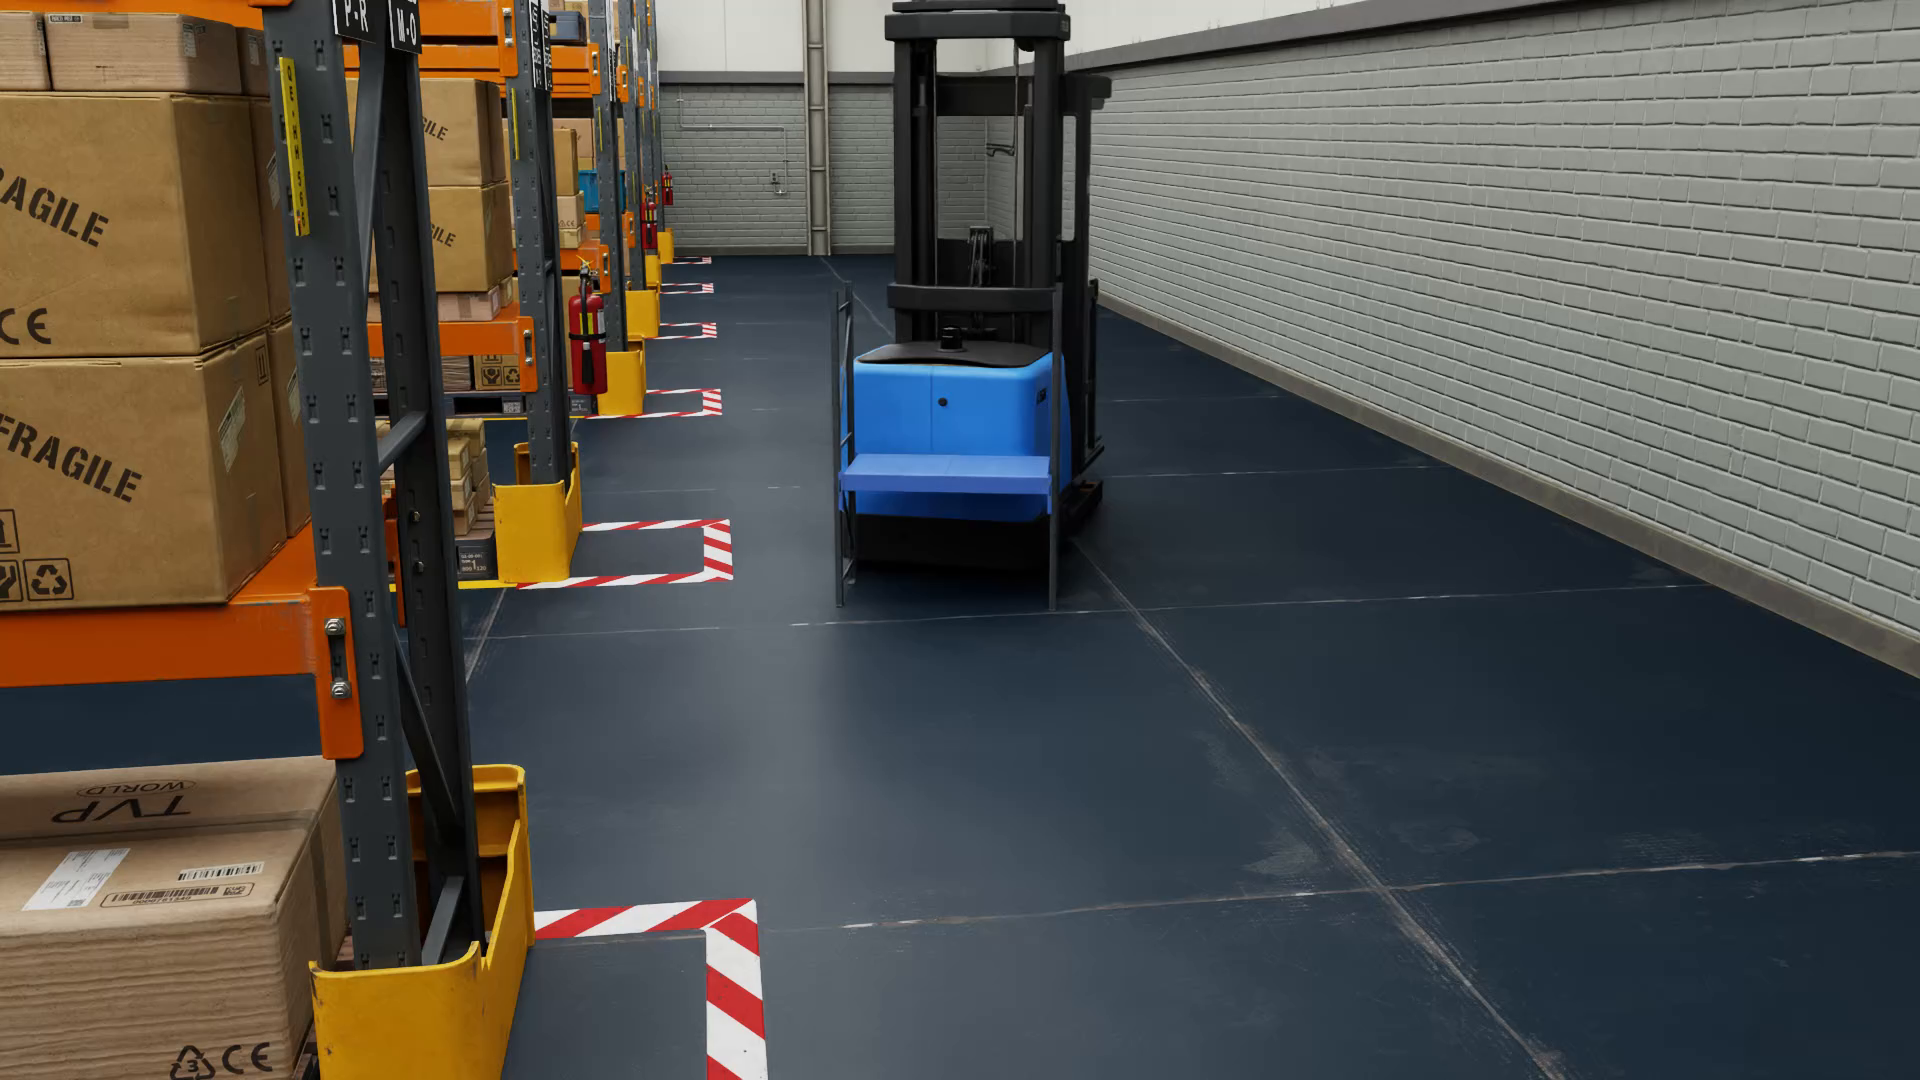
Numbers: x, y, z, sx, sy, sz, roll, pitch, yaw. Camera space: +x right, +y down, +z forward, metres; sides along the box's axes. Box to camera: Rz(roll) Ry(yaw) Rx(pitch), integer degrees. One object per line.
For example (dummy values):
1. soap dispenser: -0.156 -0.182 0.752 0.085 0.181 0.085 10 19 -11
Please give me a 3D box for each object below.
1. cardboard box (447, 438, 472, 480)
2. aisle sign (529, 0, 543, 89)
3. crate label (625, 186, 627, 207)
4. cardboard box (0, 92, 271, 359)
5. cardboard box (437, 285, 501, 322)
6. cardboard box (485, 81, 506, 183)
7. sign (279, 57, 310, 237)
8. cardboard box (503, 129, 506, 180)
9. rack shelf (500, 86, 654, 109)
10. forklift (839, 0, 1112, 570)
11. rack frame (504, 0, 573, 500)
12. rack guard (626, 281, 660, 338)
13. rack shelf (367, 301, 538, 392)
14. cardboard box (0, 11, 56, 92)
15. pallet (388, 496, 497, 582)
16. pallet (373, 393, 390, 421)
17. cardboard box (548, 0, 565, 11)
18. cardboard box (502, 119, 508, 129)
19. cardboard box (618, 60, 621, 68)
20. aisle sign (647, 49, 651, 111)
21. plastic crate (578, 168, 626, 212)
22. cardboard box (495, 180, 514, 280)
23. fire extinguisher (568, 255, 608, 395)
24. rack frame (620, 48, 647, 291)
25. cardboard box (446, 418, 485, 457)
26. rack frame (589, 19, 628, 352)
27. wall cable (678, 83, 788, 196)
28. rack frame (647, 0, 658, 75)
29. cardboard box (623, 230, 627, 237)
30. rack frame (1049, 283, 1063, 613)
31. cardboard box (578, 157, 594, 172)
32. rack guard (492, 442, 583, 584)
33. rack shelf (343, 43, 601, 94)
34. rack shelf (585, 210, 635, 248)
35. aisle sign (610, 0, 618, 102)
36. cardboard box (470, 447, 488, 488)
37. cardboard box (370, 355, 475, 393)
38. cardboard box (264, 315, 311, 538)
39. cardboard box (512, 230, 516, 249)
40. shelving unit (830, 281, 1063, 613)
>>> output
1. cardboard box: -2.647 -0.412 8.473 0.250 0.149 0.380 -2 14 -8
2. aisle sign: -2.044 -2.574 7.976 0.004 0.787 0.394 -2 14 -8
3. crate label: -3.831 -3.789 18.385 0.303 0.233 0.416 -2 14 -8
4. cardboard box: -1.765 -0.655 3.405 0.500 0.500 0.500 -2 14 -6
5. cardboard box: -2.442 -1.181 8.282 0.250 0.149 0.380 -2 14 -8
6. cardboard box: -2.645 -2.108 8.589 0.500 0.500 0.500 -2 14 -9
7. sign: -1.257 -0.741 3.144 0.005 0.325 0.100 -2 14 -8
8. cardboard box: -3.810 -3.044 13.350 0.500 0.500 0.500 -2 14 -10
9. rack shelf: -6.992 -7.188 27.028 4.000 0.370 1.077 -2 14 -8
10. forklift: 0.238 -1.585 9.517 1.130 2.935 3.031 4 15 14
11. rack frame: -2.161 -1.383 8.570 0.127 3.000 1.000 -2 14 -8
12. rack guard: -3.516 -2.563 18.412 0.348 0.500 1.175 -2 14 -8
13. rack shelf: -4.139 -0.961 8.368 4.000 0.370 1.077 -2 14 -8
14. cardboard box: -1.896 -0.968 3.320 0.250 0.149 0.380 -2 14 -7
15. pallet: -3.045 -0.007 8.814 1.213 0.211 1.003 -2 14 -8
16. pallet: -4.783 -1.136 13.317 1.213 0.211 1.003 -2 14 -8
17. cardboard box: -3.306 -4.303 12.775 0.500 0.500 0.700 -3 14 -12
18. cardboard box: -6.191 -5.357 22.154 0.500 0.500 0.500 -2 14 -7
19. cardboard box: -4.741 -6.263 22.170 0.500 0.250 0.500 -2 14 -8
20. aisle sign: -4.159 -6.152 22.243 0.004 0.787 0.394 -2 14 -8
21. plastic crate: -3.841 -3.760 17.853 0.499 0.435 0.616 -2 14 -8
22. cardboard box: -2.646 -1.626 8.721 0.500 0.500 0.500 -1 14 -6
23. fire extinguisher: -1.843 -1.063 8.218 0.183 0.674 0.296 -2 14 -8
24. rack frame: -3.538 -3.771 18.092 0.127 3.000 1.000 -2 14 -8
25. cardboard box: -2.730 -0.555 9.043 0.250 0.149 0.380 -3 14 -11
26. rack frame: -2.800 -2.580 13.341 0.127 3.000 1.000 -2 14 -8
27. wall cable: -3.889 -6.921 28.563 1.851 1.984 0.084 -2 14 -8
28. rack frame: -5.014 -9.064 26.864 0.127 3.000 1.000 -2 14 -8
29. cardboard box: -5.691 -5.096 27.650 0.500 0.500 0.700 -2 14 -8
30. rack frame: 0.456 -0.445 7.915 0.032 1.500 0.500 1 14 5
31. cardboard box: -5.187 -4.910 22.427 0.500 0.500 0.500 -2 14 -8
32. rack guard: -2.236 -0.168 8.863 0.348 0.500 1.175 -2 14 -8
33. rack shelf: -4.778 -3.613 12.775 4.000 0.370 1.077 -2 14 -8
34. rack shelf: -5.516 -3.350 17.891 4.000 0.370 1.077 -2 14 -8
35. aisle sign: -2.774 -3.915 13.323 0.004 0.787 0.394 -2 14 -8
36. cardboard box: -2.718 -0.391 9.000 0.250 0.149 0.380 -1 14 -6
37. cardboard box: -4.321 -1.677 13.248 0.875 0.875 0.875 -2 14 -8
38. cardboard box: -1.841 -0.296 4.030 0.500 0.500 0.500 -2 14 -9
39. cardboard box: -3.360 -2.356 12.966 0.250 0.149 0.380 -2 14 -8
40. shelving unit: -0.051 -0.456 7.956 1.048 1.500 0.538 1 14 5
